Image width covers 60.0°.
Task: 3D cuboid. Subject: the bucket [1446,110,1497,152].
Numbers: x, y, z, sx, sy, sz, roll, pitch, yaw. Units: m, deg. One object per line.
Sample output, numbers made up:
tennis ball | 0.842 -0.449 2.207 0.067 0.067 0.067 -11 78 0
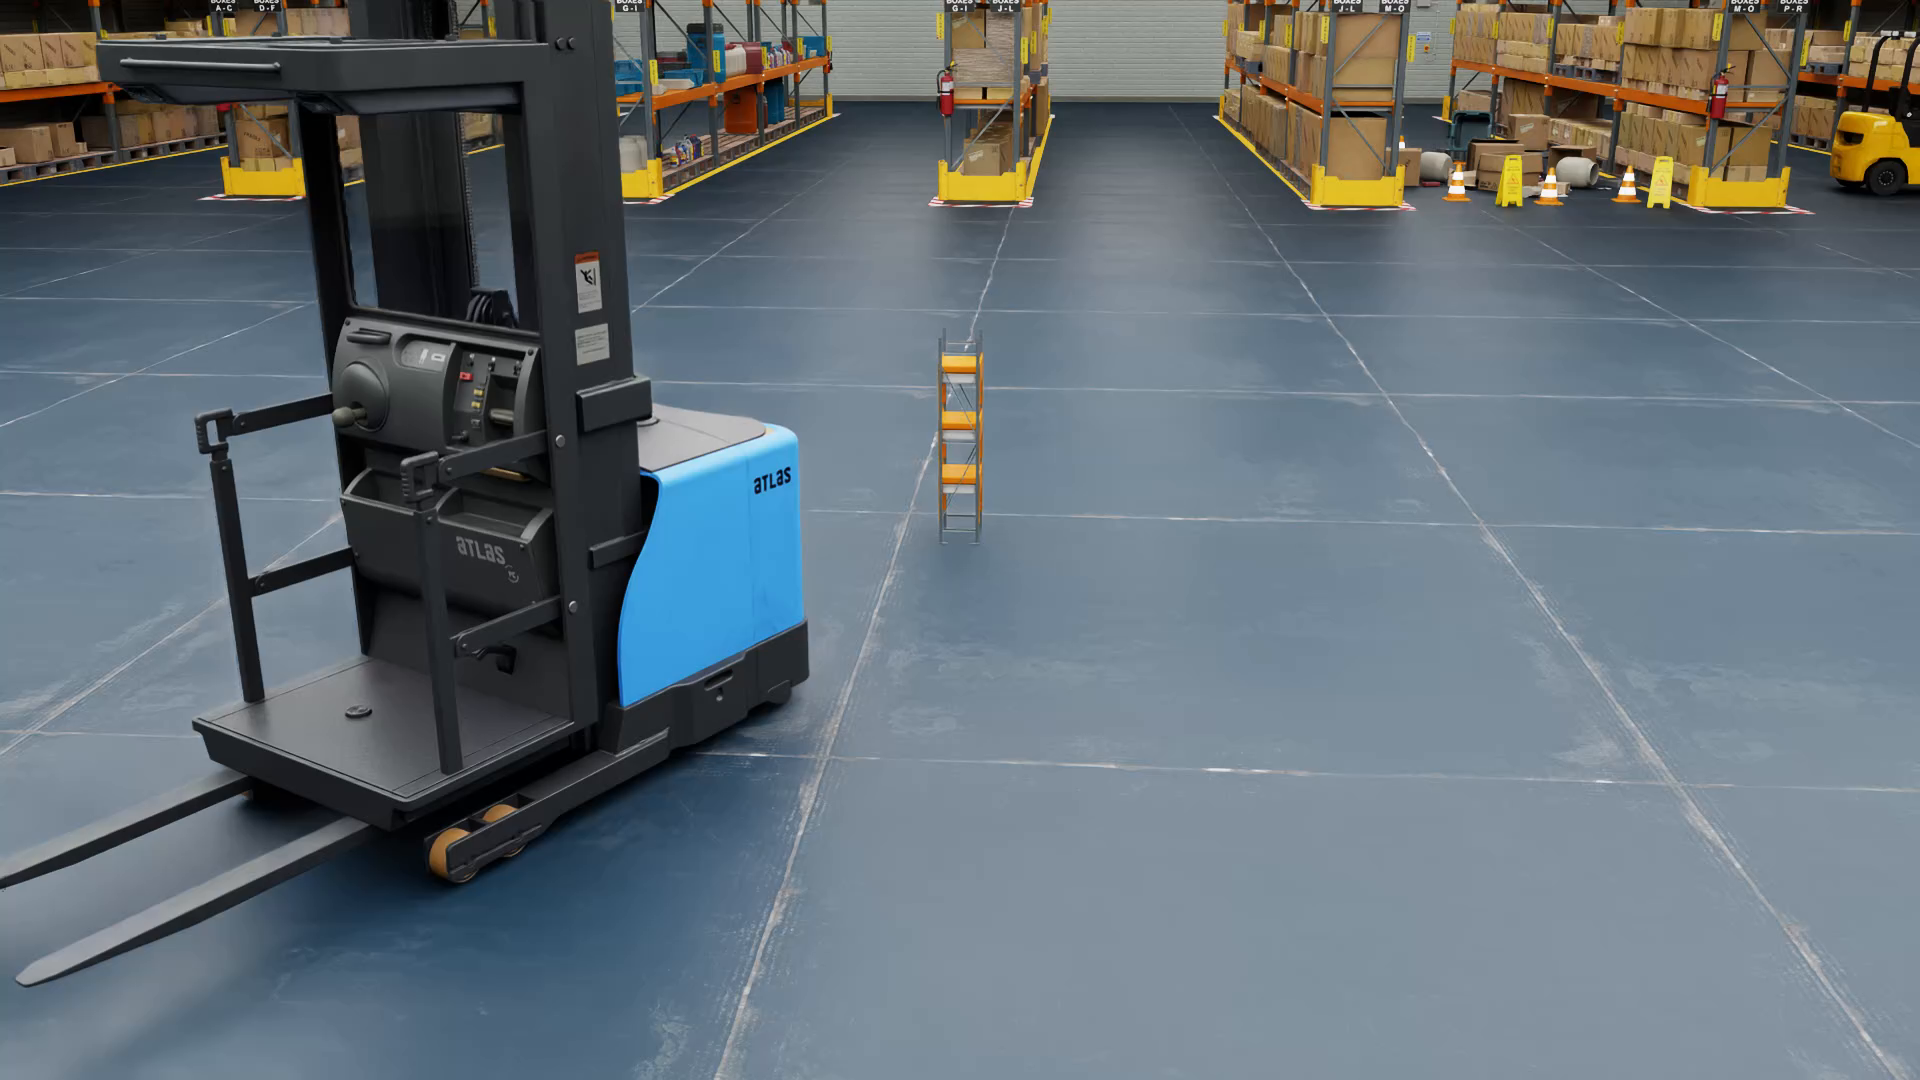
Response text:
bucket | 7.814 -6.195 25.329 0.726 0.611 0.620 8 10 23

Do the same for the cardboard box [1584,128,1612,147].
cardboard box | 10.552 -6.380 26.623 0.950 0.372 0.625 2 18 7

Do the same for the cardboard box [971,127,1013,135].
cardboard box | 0.482 -5.975 25.180 0.500 0.500 0.500 7 20 21

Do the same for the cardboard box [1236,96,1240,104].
cardboard box | 5.853 -9.008 34.047 0.380 0.149 0.250 1 18 3

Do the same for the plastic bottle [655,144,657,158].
plastic bottle | -4.717 -5.998 25.587 0.097 0.271 0.097 0 18 0

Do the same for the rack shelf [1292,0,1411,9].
rack shelf | 5.381 -7.585 23.091 1.077 0.370 4.000 1 18 4

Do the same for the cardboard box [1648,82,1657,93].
cardboard box | 10.025 -6.436 23.651 0.380 0.149 0.250 1 18 4

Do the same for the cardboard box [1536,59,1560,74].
cardboard box | 10.533 -8.377 29.412 0.500 0.250 0.500 1 18 2

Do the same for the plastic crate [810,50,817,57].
plastic crate | -3.373 -10.748 36.734 0.396 0.136 0.243 1 18 4

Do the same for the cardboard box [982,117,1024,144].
cardboard box | 0.703 -6.624 27.128 0.700 0.500 0.500 1 18 4

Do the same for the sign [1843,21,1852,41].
sign | 15.165 -8.698 28.417 0.100 0.325 0.005 1 18 4

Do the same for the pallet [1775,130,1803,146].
pallet | 15.888 -7.460 30.850 1.003 0.211 1.213 1 18 4

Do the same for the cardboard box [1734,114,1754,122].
cardboard box | 15.741 -8.443 33.275 0.380 0.149 0.250 1 18 2

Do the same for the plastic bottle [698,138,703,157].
plastic bottle | -4.061 -6.136 25.989 0.061 0.283 0.133 2 18 7

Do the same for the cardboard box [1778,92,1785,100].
cardboard box | 15.753 -8.465 31.738 0.380 0.149 0.250 0 18 1

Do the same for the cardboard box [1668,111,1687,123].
cardboard box | 9.960 -5.807 22.822 0.380 0.149 0.250 2 18 5

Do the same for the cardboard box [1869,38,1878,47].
cardboard box | 15.380 -8.276 27.660 0.380 0.149 0.250 2 18 5

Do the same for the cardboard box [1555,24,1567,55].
cardboard box | 10.493 -8.539 28.354 0.500 0.500 0.500 1 18 2

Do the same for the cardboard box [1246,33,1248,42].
cardboard box | 5.484 -9.292 30.736 0.380 0.149 0.250 2 18 7

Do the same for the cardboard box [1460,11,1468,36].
cardboard box | 10.981 -10.989 35.378 0.500 0.500 0.500 1 18 2

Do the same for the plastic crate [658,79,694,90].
plastic crate | -4.219 -6.740 24.598 0.530 0.136 0.437 1 18 4

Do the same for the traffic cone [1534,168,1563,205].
traffic cone | 7.795 -4.677 21.953 0.336 0.463 0.334 1 18 4

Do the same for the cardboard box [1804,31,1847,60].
cardboard box | 15.639 -8.936 30.036 0.797 0.503 0.637 1 18 3

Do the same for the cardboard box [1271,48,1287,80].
cardboard box | 5.402 -7.809 27.278 0.500 0.500 0.500 1 18 3

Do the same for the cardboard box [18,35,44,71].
cardboard box | -14.076 -7.264 24.779 0.500 0.500 0.500 2 18 6

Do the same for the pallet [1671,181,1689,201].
pallet | 10.281 -4.751 22.583 1.003 0.211 1.213 1 18 4

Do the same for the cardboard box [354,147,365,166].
cardboard box | -9.213 -5.765 24.940 0.500 0.250 0.500 1 18 4

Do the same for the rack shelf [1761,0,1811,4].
rack shelf | 16.137 -11.123 33.889 1.077 0.370 4.000 1 18 4

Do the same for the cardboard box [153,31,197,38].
cardboard box | -13.987 -8.775 29.518 0.700 0.500 0.500 0 18 -1

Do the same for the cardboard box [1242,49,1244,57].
cardboard box | 5.523 -9.169 31.318 0.380 0.149 0.250 1 18 3

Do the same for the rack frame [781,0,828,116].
rack frame | -3.495 -11.102 37.487 1.000 3.000 0.127 1 18 4

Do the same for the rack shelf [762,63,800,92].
rack shelf | -3.926 -8.897 31.912 1.077 0.370 4.000 1 18 4

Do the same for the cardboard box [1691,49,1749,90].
cardboard box | 9.946 -6.164 21.780 0.500 0.500 0.500 1 18 3

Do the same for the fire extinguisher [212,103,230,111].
fire extinguisher | -10.055 -6.181 22.594 0.296 0.674 0.183 1 18 4

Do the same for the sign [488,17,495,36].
sign | -8.455 -9.268 30.030 0.100 0.325 0.005 1 18 4

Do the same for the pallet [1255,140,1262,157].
pallet | 5.680 -6.796 28.825 1.003 0.211 1.213 1 18 4

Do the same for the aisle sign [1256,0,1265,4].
aisle sign | 6.689 -12.101 36.360 0.394 0.787 0.004 1 18 4

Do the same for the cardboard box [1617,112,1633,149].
cardboard box | 10.157 -6.115 24.806 0.500 0.500 0.500 2 18 7

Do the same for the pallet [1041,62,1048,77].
pallet | 0.926 -8.192 28.914 1.213 0.211 1.003 1 18 4

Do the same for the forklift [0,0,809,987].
forklift | -1.825 -0.495 5.225 1.130 2.935 3.031 12 21 32

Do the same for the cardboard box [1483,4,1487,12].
cardboard box | 10.902 -10.857 33.932 0.380 0.149 0.250 1 18 3

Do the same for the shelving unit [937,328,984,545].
shelving unit | 0.004 -0.516 8.310 0.215 1.050 0.252 1 18 4

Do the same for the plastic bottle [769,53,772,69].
plastic bottle | -3.587 -9.047 31.403 0.061 0.283 0.133 1 18 4

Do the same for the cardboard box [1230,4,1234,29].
cardboard box | 5.998 -11.062 35.121 0.500 0.500 0.500 1 18 3

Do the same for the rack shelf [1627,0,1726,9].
rack shelf | 10.326 -7.506 22.850 1.077 0.370 4.000 1 18 4

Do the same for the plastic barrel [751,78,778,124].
plastic barrel | -3.889 -8.674 32.772 0.600 0.901 0.708 1 18 4

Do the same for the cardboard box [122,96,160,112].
cardboard box | -14.139 -7.501 28.602 0.500 0.250 0.500 1 18 2

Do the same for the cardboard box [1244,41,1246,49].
cardboard box | 5.501 -9.231 31.027 0.380 0.149 0.250 1 18 3

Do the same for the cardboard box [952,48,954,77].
cardboard box | 0.281 -6.539 22.924 0.875 0.500 0.500 1 18 4

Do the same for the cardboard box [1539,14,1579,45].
cardboard box | 10.532 -8.975 29.229 0.500 0.500 0.500 1 18 2

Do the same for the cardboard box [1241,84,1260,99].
cardboard box | 5.781 -8.751 32.449 0.500 0.250 0.500 0 18 1

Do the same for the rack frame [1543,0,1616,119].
rack frame | 10.756 -8.286 28.892 1.000 3.000 0.127 1 18 4

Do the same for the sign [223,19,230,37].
sign | -13.409 -9.342 30.383 0.100 0.325 0.005 1 18 4
